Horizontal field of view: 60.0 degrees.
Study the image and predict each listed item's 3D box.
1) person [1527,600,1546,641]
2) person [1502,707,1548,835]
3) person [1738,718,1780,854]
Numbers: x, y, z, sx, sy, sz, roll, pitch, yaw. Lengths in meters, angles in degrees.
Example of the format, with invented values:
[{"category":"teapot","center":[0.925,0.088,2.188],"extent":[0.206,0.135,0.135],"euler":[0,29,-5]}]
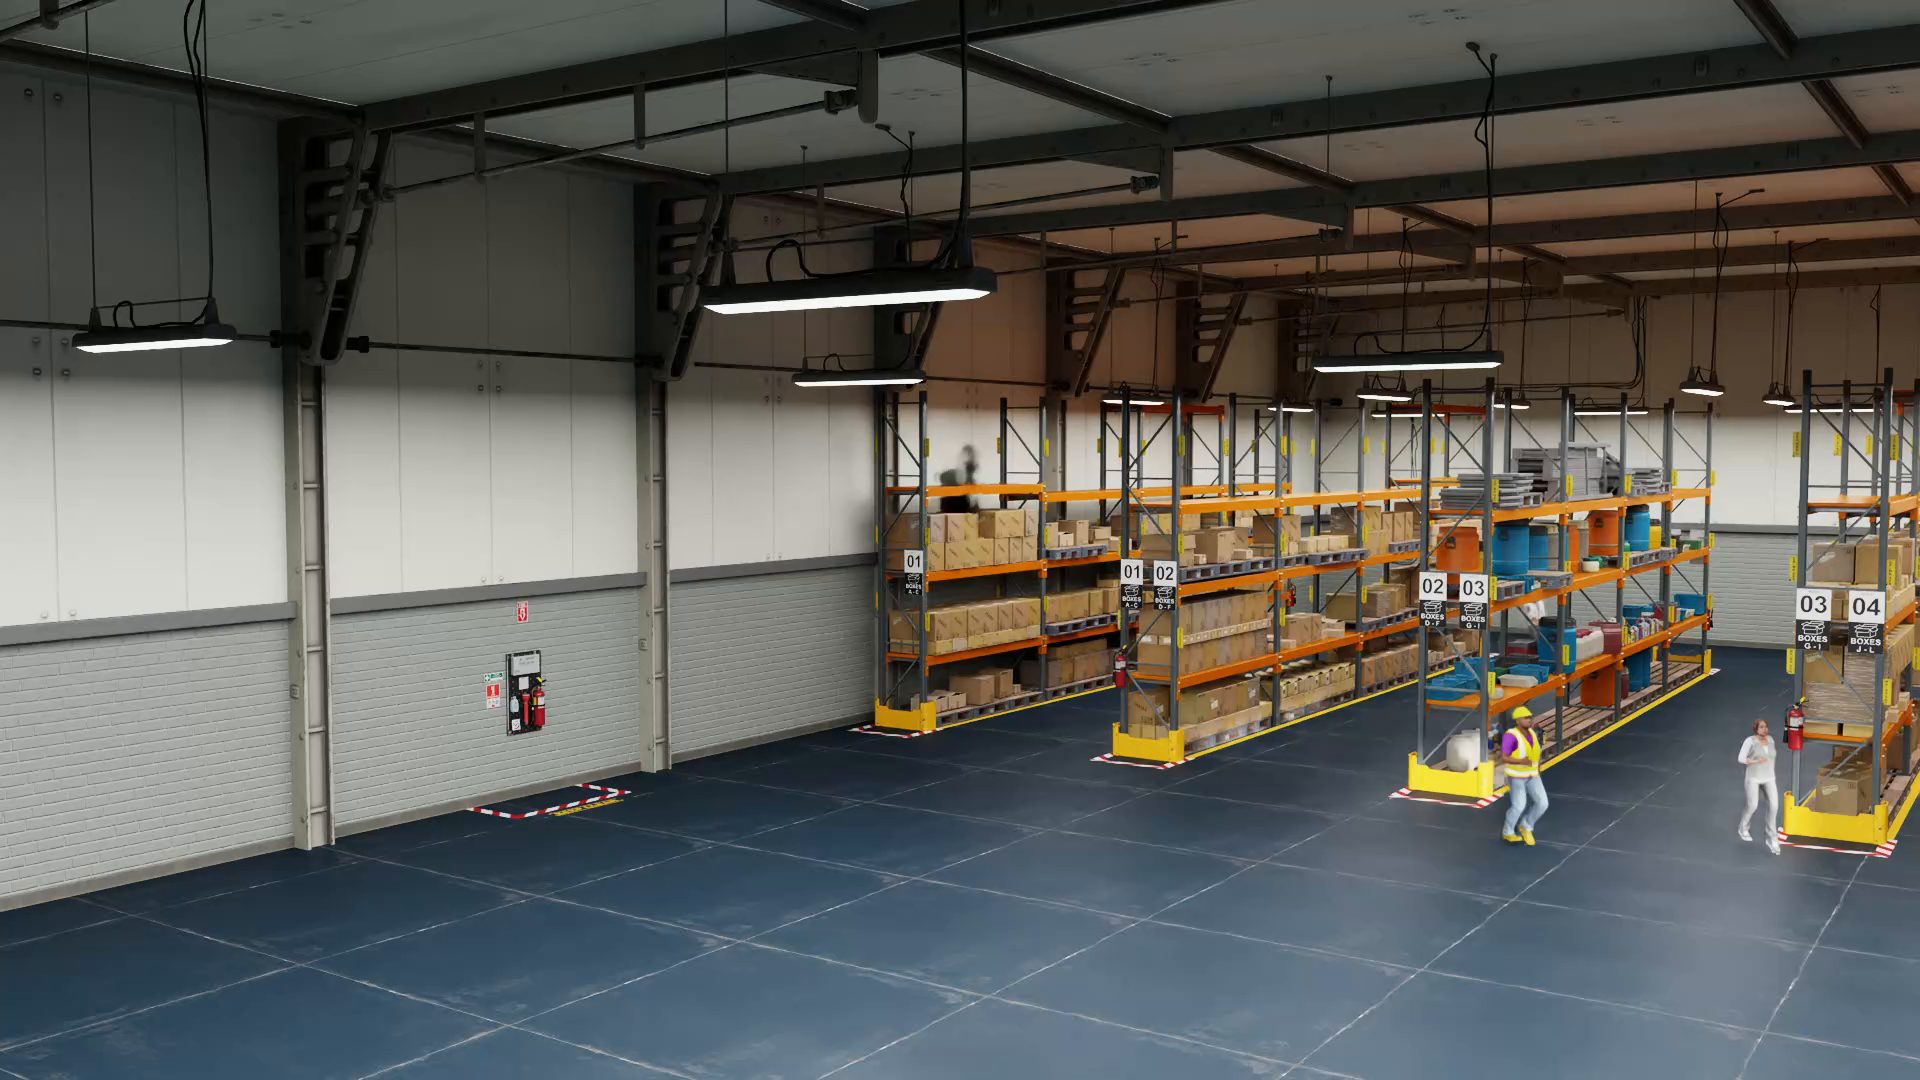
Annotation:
[{"category":"person","center":[13.582,2.002,38.999],"extent":[0.587,1.660,0.599],"euler":[0,3,3]},{"category":"person","center":[7.093,2.921,20.845],"extent":[0.660,1.661,0.687],"euler":[-1,3,-23]},{"category":"person","center":[9.022,2.901,23.245],"extent":[2.552,1.635,5.567],"euler":[0,3,1]}]
